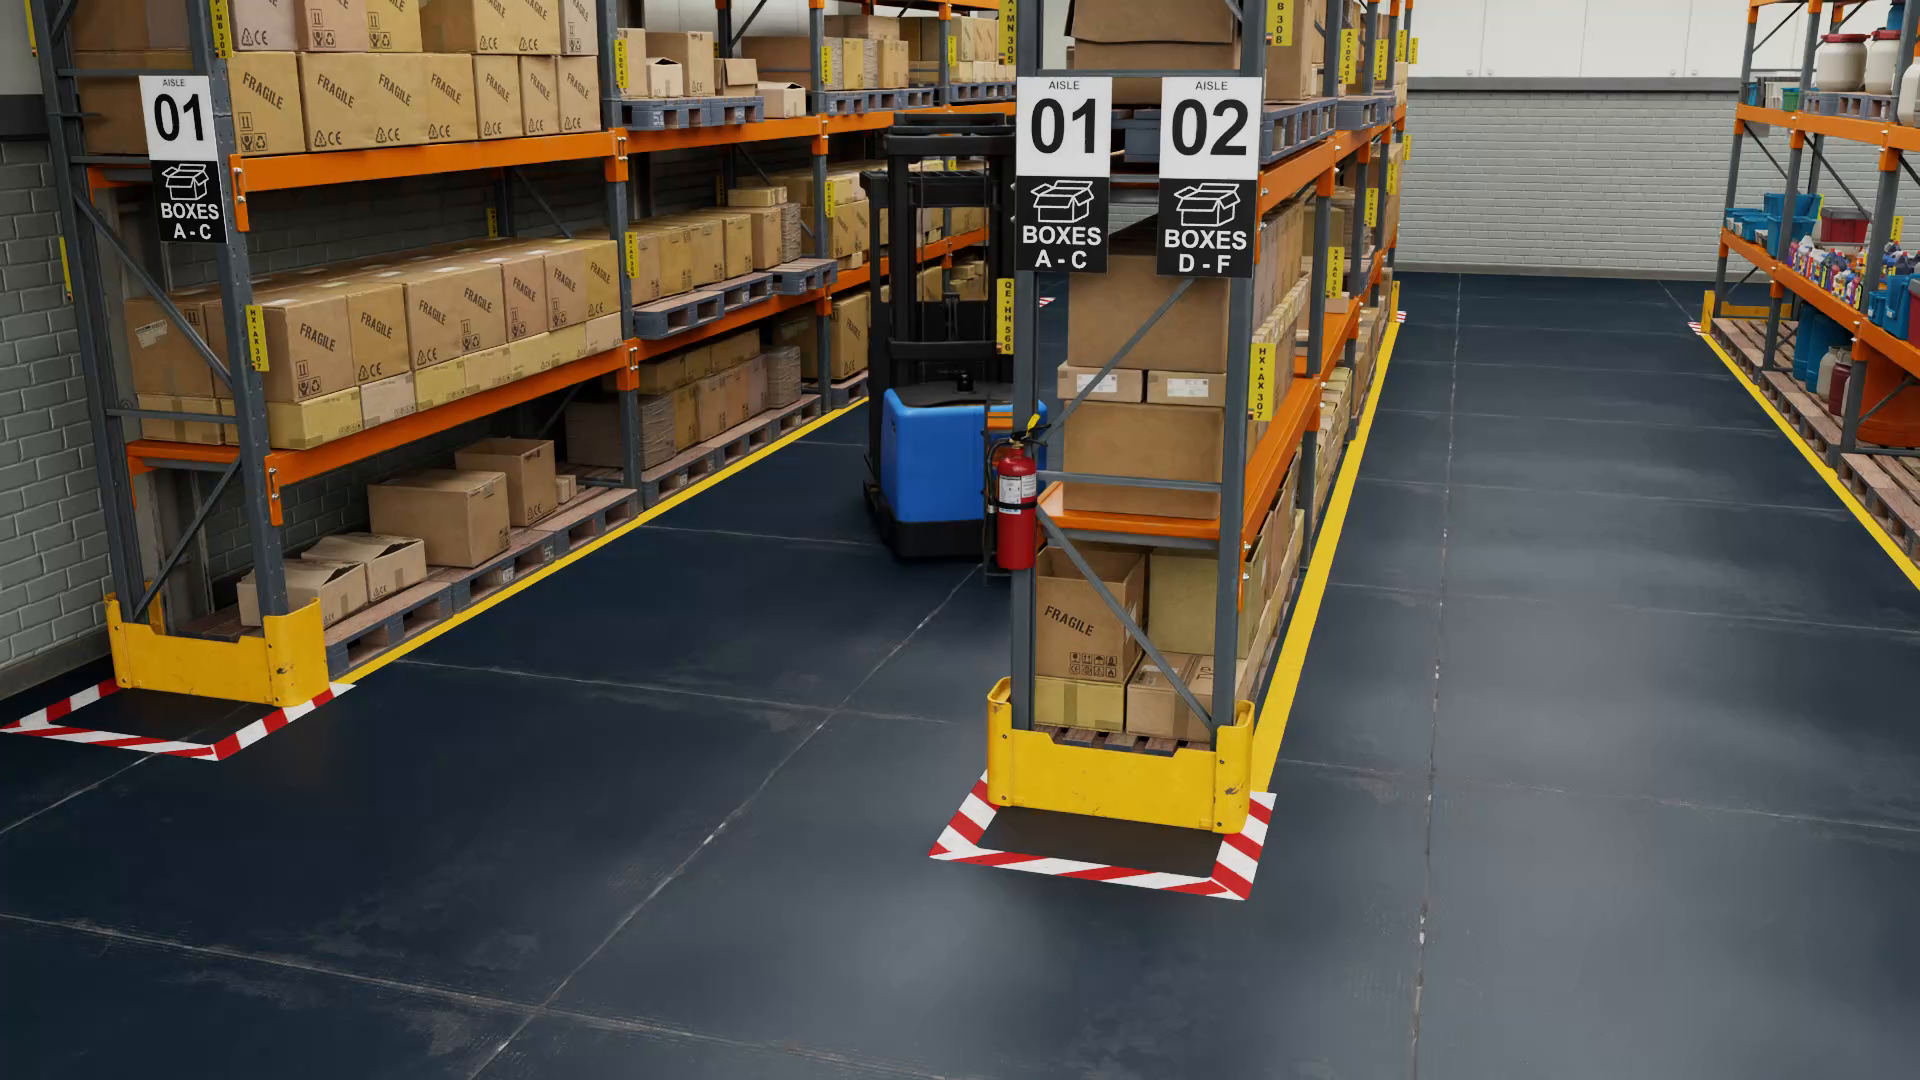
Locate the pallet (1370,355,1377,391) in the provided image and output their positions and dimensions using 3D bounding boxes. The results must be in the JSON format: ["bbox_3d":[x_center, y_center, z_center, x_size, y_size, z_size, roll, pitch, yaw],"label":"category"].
[{"bbox_3d":[3.940,-1.829,17.892,1.003,0.211,1.213,5,16,16],"label":"pallet"}]

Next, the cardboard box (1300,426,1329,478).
[{"bbox_3d":[2.365,-0.662,11.908,0.500,0.311,0.500,4,16,15],"label":"cardboard box"}]

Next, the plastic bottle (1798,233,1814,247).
[{"bbox_3d":[8.460,-2.900,16.648,0.144,0.351,0.185,5,16,16],"label":"plastic bottle"}]

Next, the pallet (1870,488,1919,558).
[{"bbox_3d":[7.140,-0.096,11.780,1.003,0.211,1.213,5,16,16],"label":"pallet"}]

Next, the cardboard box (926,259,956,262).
[{"bbox_3d":[-0.242,-3.519,21.363,0.380,0.149,0.250,5,17,16],"label":"cardboard box"}]

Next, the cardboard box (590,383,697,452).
[{"bbox_3d":[-2.598,-1.019,13.699,0.700,0.500,0.500,4,16,15],"label":"cardboard box"}]

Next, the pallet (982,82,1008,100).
[{"bbox_3d":[-0.025,-5.702,21.099,1.003,0.211,1.213,5,16,16],"label":"pallet"}]

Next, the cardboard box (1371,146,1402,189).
[{"bbox_3d":[5.123,-4.556,20.380,0.500,0.500,0.500,5,17,17],"label":"cardboard box"}]

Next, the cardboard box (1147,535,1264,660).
[{"bbox_3d":[1.230,0.259,8.315,0.500,0.500,0.500,5,16,16],"label":"cardboard box"}]

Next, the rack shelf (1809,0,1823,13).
[{"bbox_3d":[8.314,-4.826,14.404,1.077,0.370,4.000,5,16,16],"label":"rack shelf"}]

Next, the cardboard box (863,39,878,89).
[{"bbox_3d":[-1.271,-4.974,17.383,0.700,0.500,0.500,5,16,16],"label":"cardboard box"}]

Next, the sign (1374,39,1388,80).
[{"bbox_3d":[3.528,-4.025,13.933,0.100,0.325,0.005,5,16,16],"label":"sign"}]

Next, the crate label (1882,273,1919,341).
[{"bbox_3d":[7.204,-1.733,12.378,0.502,0.435,0.616,5,16,16],"label":"crate label"}]

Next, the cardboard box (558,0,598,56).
[{"bbox_3d":[-2.772,-3.506,11.146,0.500,0.500,0.500,3,16,11],"label":"cardboard box"}]

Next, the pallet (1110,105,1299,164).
[{"bbox_3d":[0.950,-1.831,7.451,1.003,0.211,1.213,5,16,16],"label":"pallet"}]

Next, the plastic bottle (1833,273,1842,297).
[{"bbox_3d":[7.734,-2.240,14.595,0.097,0.201,0.097,0,16,0],"label":"plastic bottle"}]

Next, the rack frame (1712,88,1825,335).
[{"bbox_3d":[10.019,-4.048,20.604,1.000,3.000,0.127,5,16,16],"label":"rack frame"}]

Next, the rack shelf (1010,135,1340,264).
[{"bbox_3d":[1.293,-1.867,8.737,1.077,0.370,4.000,5,16,16],"label":"rack shelf"}]

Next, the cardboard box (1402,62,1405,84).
[{"bbox_3d":[5.082,-5.629,20.040,0.500,0.250,0.500,5,16,16],"label":"cardboard box"}]

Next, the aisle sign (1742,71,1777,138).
[{"bbox_3d":[9.755,-5.341,20.397,0.394,0.787,0.004,5,16,16],"label":"aisle sign"}]

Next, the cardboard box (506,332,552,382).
[{"bbox_3d":[-3.011,-1.204,10.817,0.500,0.250,0.500,5,16,16],"label":"cardboard box"}]

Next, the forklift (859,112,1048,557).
[{"bbox_3d":[-0.142,-1.652,12.282,1.130,2.935,3.031,-3,16,-9],"label":"forklift"}]

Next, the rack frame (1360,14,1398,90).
[{"bbox_3d":[4.134,-6.273,17.454,1.000,3.000,0.127,5,16,16],"label":"rack frame"}]

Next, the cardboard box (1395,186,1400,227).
[{"bbox_3d":[5.261,-4.207,20.981,0.500,0.500,0.500,5,17,16],"label":"cardboard box"}]

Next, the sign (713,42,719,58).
[{"bbox_3d":[-2.283,-4.498,15.602,0.100,0.325,0.005,5,16,16],"label":"sign"}]

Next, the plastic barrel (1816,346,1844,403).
[{"bbox_3d":[8.264,-1.540,15.550,0.421,0.512,0.421,0,16,0],"label":"plastic barrel"}]

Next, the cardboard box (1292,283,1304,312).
[{"bbox_3d":[1.917,-1.501,10.254,0.380,0.149,0.250,4,16,15],"label":"cardboard box"}]

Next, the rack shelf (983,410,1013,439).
[{"bbox_3d":[0.283,-0.718,10.721,0.258,0.148,0.480,1,16,3],"label":"rack shelf"}]

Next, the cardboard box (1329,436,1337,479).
[{"bbox_3d":[2.650,-0.662,12.934,0.500,0.250,0.500,5,17,17],"label":"cardboard box"}]

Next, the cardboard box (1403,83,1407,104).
[{"bbox_3d":[5.378,-5.649,21.027,0.500,0.250,0.500,5,16,16],"label":"cardboard box"}]

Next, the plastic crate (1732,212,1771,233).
[{"bbox_3d":[9.446,-3.785,19.874,0.416,0.233,0.300,5,16,16],"label":"plastic crate"}]

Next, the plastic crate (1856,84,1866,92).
[{"bbox_3d":[9.498,-4.685,17.594,0.497,0.269,0.590,5,16,16],"label":"plastic crate"}]

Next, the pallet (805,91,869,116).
[{"bbox_3d":[-1.621,-4.248,16.158,1.213,0.211,1.003,5,17,18],"label":"pallet"}]

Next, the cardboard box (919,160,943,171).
[{"bbox_3d":[-0.503,-4.189,18.963,0.500,0.250,0.500,5,17,17],"label":"cardboard box"}]

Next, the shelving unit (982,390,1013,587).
[{"bbox_3d":[0.283,-0.340,10.828,0.258,1.200,0.503,1,16,3],"label":"shelving unit"}]

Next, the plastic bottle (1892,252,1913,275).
[{"bbox_3d":[8.438,-2.400,14.885,0.144,0.351,0.185,5,16,16],"label":"plastic bottle"}]

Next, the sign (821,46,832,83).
[{"bbox_3d":[-1.233,-4.372,15.303,0.100,0.325,0.005,5,16,16],"label":"sign"}]

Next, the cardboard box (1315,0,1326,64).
[{"bbox_3d":[2.214,-3.536,11.434,0.500,0.500,0.500,6,17,21],"label":"cardboard box"}]

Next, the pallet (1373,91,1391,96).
[{"bbox_3d":[3.590,-4.303,16.349,1.213,0.211,1.003,5,16,16],"label":"pallet"}]

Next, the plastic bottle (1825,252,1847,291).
[{"bbox_3d":[7.862,-2.408,14.911,0.144,0.351,0.185,5,16,16],"label":"plastic bottle"}]

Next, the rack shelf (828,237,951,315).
[{"bbox_3d":[-1.184,-2.900,17.876,1.077,0.370,4.000,5,16,16],"label":"rack shelf"}]

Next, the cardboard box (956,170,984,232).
[{"bbox_3d":[-0.233,-4.245,20.750,0.980,0.700,0.700,4,16,14],"label":"cardboard box"}]

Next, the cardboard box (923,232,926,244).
[{"bbox_3d":[-0.607,-3.416,18.800,0.380,0.149,0.250,5,17,18],"label":"cardboard box"}]

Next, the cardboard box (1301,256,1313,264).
[{"bbox_3d":[2.537,-1.948,13.017,0.500,0.500,0.500,4,16,13],"label":"cardboard box"}]

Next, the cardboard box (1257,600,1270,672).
[{"bbox_3d":[1.371,0.489,8.879,0.500,0.250,0.500,5,16,16],"label":"cardboard box"}]

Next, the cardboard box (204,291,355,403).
[{"bbox_3d":[-3.602,-1.030,8.828,0.500,0.500,0.500,5,16,16],"label":"cardboard box"}]

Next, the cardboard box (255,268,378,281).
[{"bbox_3d":[-3.801,-1.335,9.902,0.500,0.500,0.500,4,16,14],"label":"cardboard box"}]

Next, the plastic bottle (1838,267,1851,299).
[{"bbox_3d":[7.678,-2.223,14.406,0.097,0.271,0.097,0,16,0],"label":"plastic bottle"}]

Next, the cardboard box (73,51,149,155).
[{"bbox_3d":[-4.150,-2.260,8.583,0.500,0.500,0.500,6,17,20],"label":"cardboard box"}]

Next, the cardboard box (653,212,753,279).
[{"bbox_3d":[-2.209,-2.532,14.268,0.700,0.500,0.500,5,16,16],"label":"cardboard box"}]

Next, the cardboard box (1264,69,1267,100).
[{"bbox_3d":[1.228,-2.133,7.789,0.380,0.149,0.250,5,16,16],"label":"cardboard box"}]

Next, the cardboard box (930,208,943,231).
[{"bbox_3d":[-0.506,-3.830,19.071,0.500,0.500,0.500,4,16,15],"label":"cardboard box"}]

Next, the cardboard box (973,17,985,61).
[{"bbox_3d":[-0.004,-6.051,20.118,0.500,0.500,0.500,4,16,15],"label":"cardboard box"}]

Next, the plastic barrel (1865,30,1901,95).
[{"bbox_3d":[8.105,-4.141,14.416,0.433,0.535,0.433,0,16,0],"label":"plastic barrel"}]

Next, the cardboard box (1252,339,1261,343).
[{"bbox_3d":[1.261,-0.894,8.111,0.380,0.149,0.250,4,16,15],"label":"cardboard box"}]

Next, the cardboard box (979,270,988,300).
[{"bbox_3d":[-0.011,-3.222,21.504,0.700,0.500,0.500,5,17,17],"label":"cardboard box"}]

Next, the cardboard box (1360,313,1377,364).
[{"bbox_3d":[4.121,-2.116,17.566,0.500,0.500,0.500,5,16,16],"label":"cardboard box"}]

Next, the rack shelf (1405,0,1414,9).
[{"bbox_3d":[4.703,-6.448,19.397,1.077,0.370,4.000,5,16,16],"label":"rack shelf"}]

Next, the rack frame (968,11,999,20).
[{"bbox_3d":[0.521,-7.702,22.494,1.000,3.000,0.127,5,16,16],"label":"rack frame"}]
